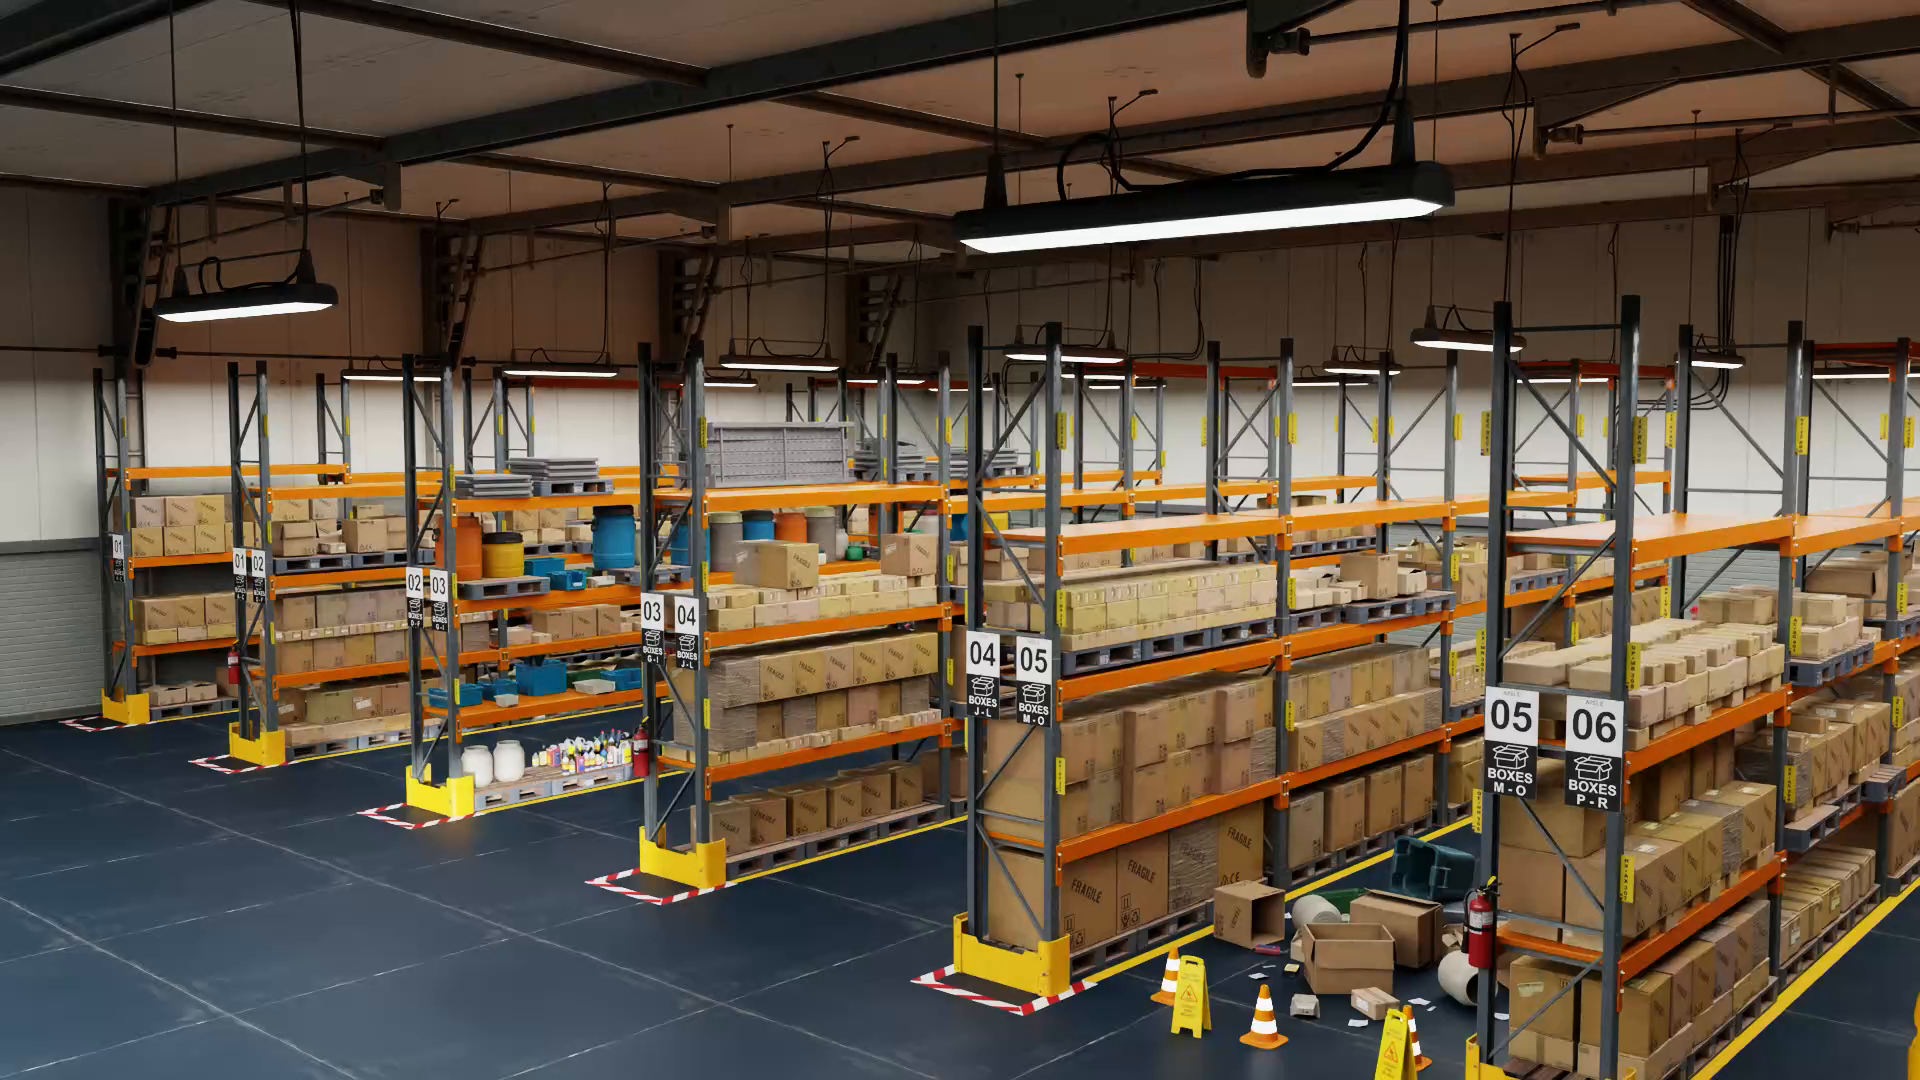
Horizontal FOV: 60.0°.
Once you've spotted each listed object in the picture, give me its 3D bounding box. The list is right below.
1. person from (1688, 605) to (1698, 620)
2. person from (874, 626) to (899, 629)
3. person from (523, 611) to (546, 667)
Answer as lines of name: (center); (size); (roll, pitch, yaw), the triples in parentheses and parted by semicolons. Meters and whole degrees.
person: (13.266, 2.084, 29.999); (0.528, 1.813, 0.635); (-4, 6, -42)
person: (-1.316, 2.033, 30.367); (0.604, 1.764, 0.479); (1, 4, 16)
person: (-7.921, 2.142, 30.795); (0.482, 1.637, 0.342); (-2, 5, -24)
